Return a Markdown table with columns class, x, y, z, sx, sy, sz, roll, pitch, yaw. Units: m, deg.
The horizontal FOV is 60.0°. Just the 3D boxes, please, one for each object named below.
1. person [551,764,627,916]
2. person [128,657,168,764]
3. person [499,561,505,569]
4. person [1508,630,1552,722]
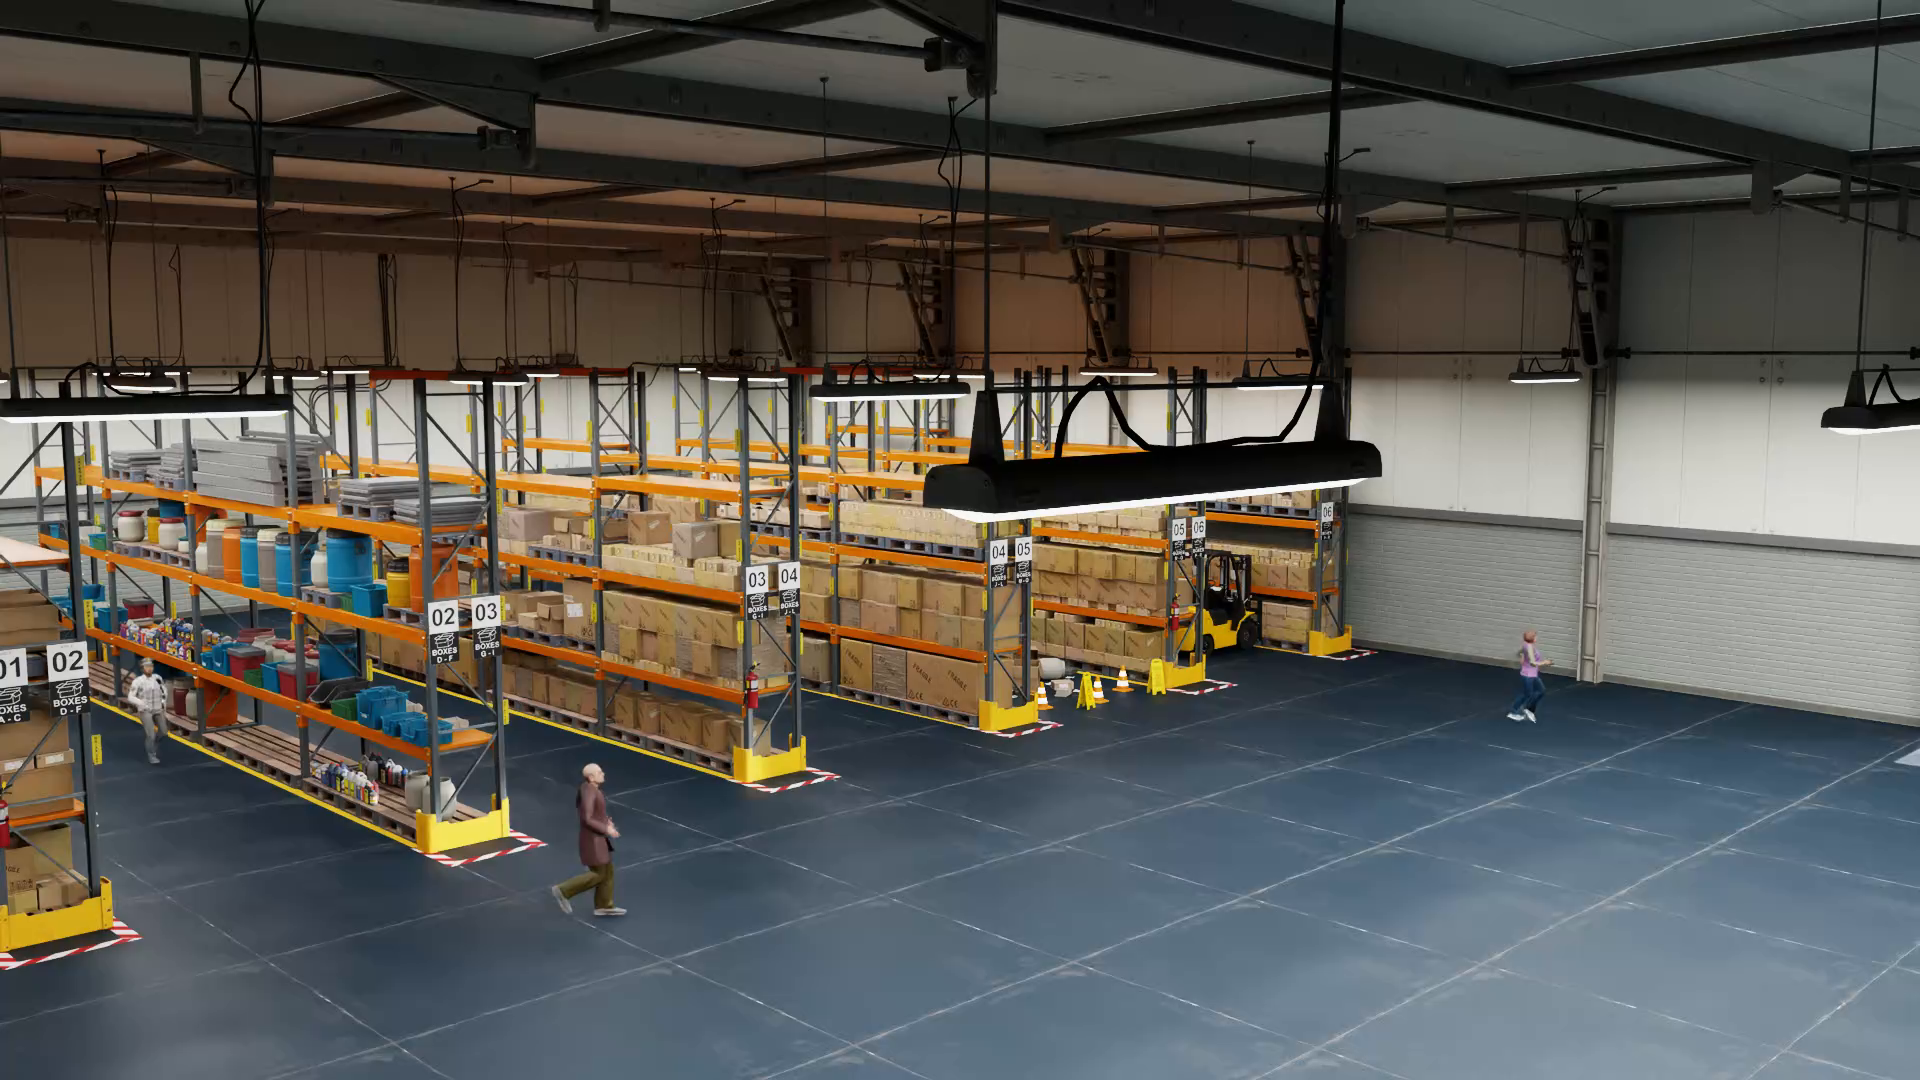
| class | x | y | z | sx | sy | sz | roll | pitch | yaw |
| --- | --- | --- | --- | --- | --- | --- | --- | --- | --- |
| person | -4.174 | 3.373 | 18.639 | 0.826 | 1.767 | 0.717 | -2 | 7 | -15 |
| person | -12.472 | 2.622 | 25.644 | 0.548 | 1.643 | 0.611 | 6 | 9 | 41 |
| person | -11.232 | 0.938 | 40.617 | 0.716 | 1.635 | 0.670 | -3 | 7 | -24 |
| person | 9.743 | 2.341 | 28.417 | 0.672 | 1.597 | 0.508 | 2 | 7 | 21 |
